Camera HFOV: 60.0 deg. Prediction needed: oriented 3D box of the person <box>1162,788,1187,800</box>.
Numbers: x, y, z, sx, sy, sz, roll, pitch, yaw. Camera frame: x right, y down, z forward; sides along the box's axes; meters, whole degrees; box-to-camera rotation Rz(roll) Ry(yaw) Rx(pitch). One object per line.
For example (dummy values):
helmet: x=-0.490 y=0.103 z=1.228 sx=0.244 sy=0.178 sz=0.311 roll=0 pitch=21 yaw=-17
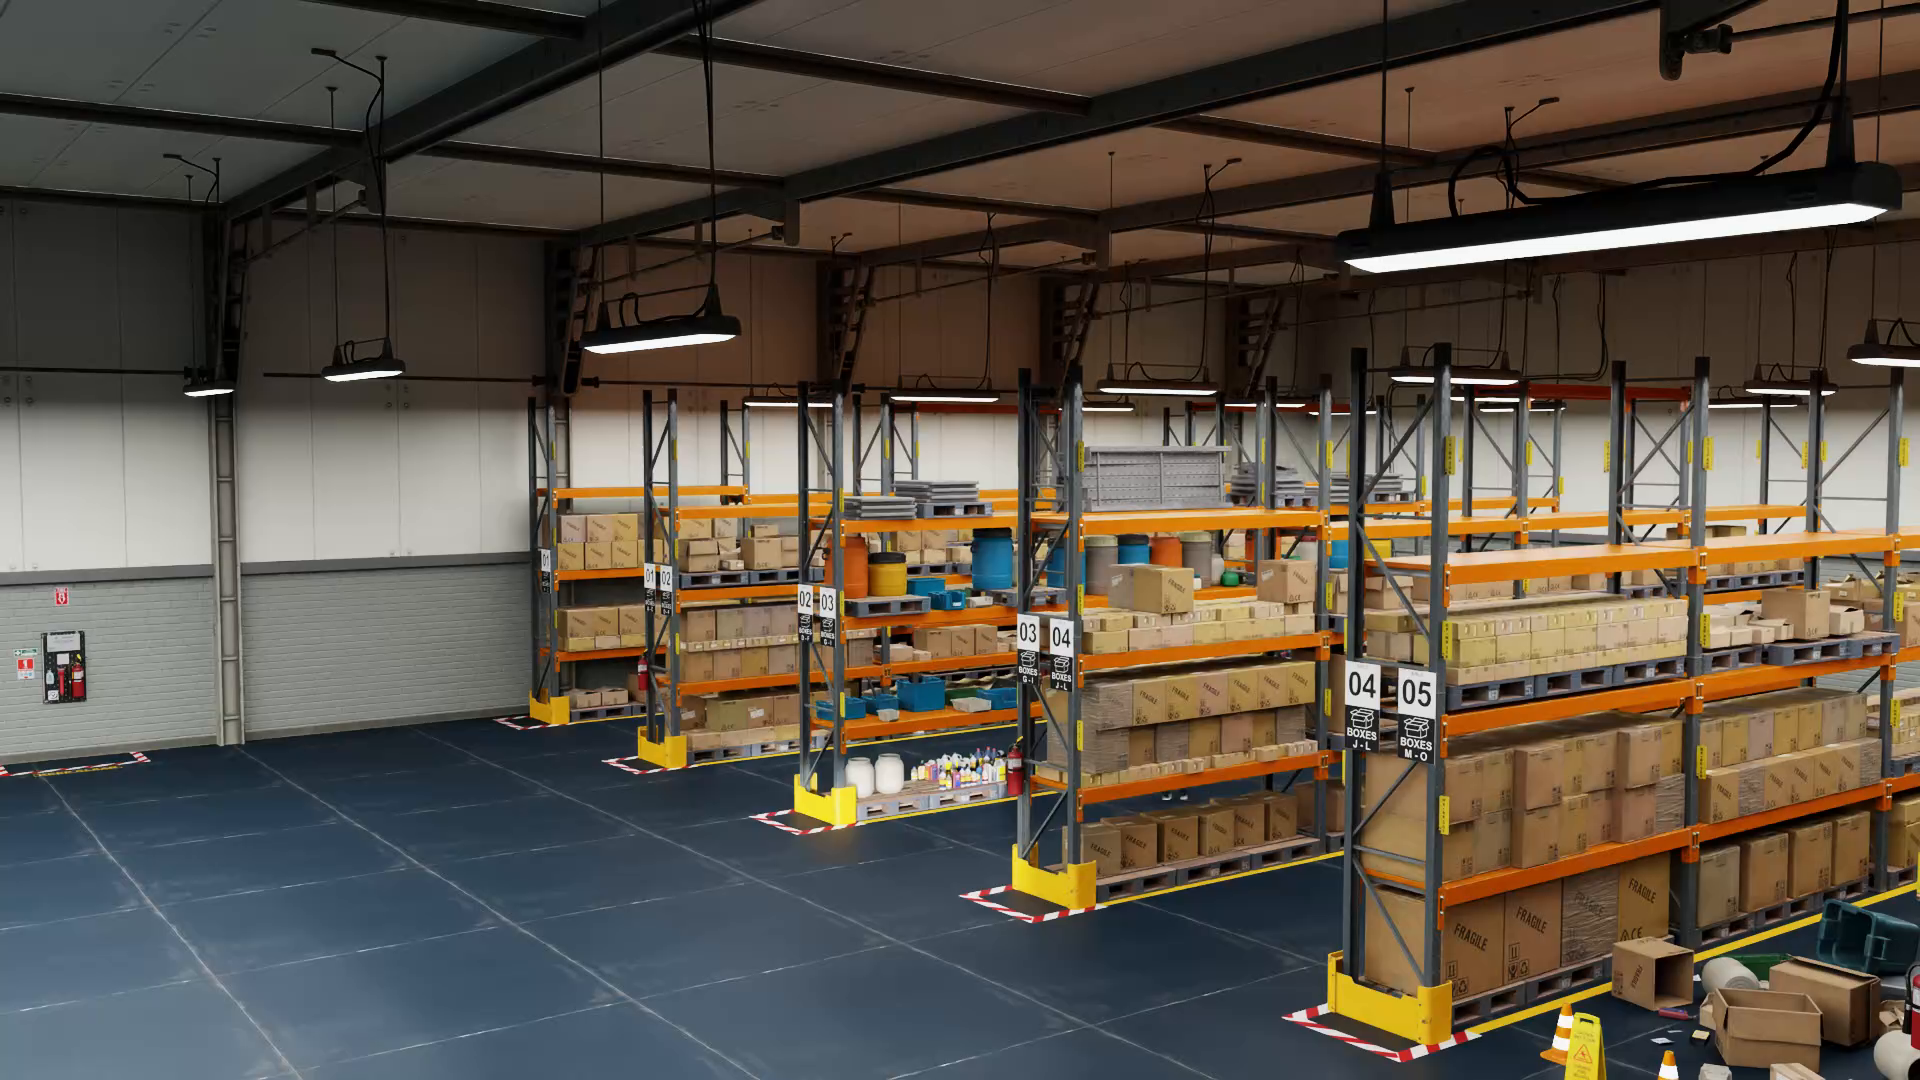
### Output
person: x=3.100 y=2.957 z=23.922 sx=0.420 sy=1.611 sz=0.346 roll=-1 pitch=3 yaw=-11
